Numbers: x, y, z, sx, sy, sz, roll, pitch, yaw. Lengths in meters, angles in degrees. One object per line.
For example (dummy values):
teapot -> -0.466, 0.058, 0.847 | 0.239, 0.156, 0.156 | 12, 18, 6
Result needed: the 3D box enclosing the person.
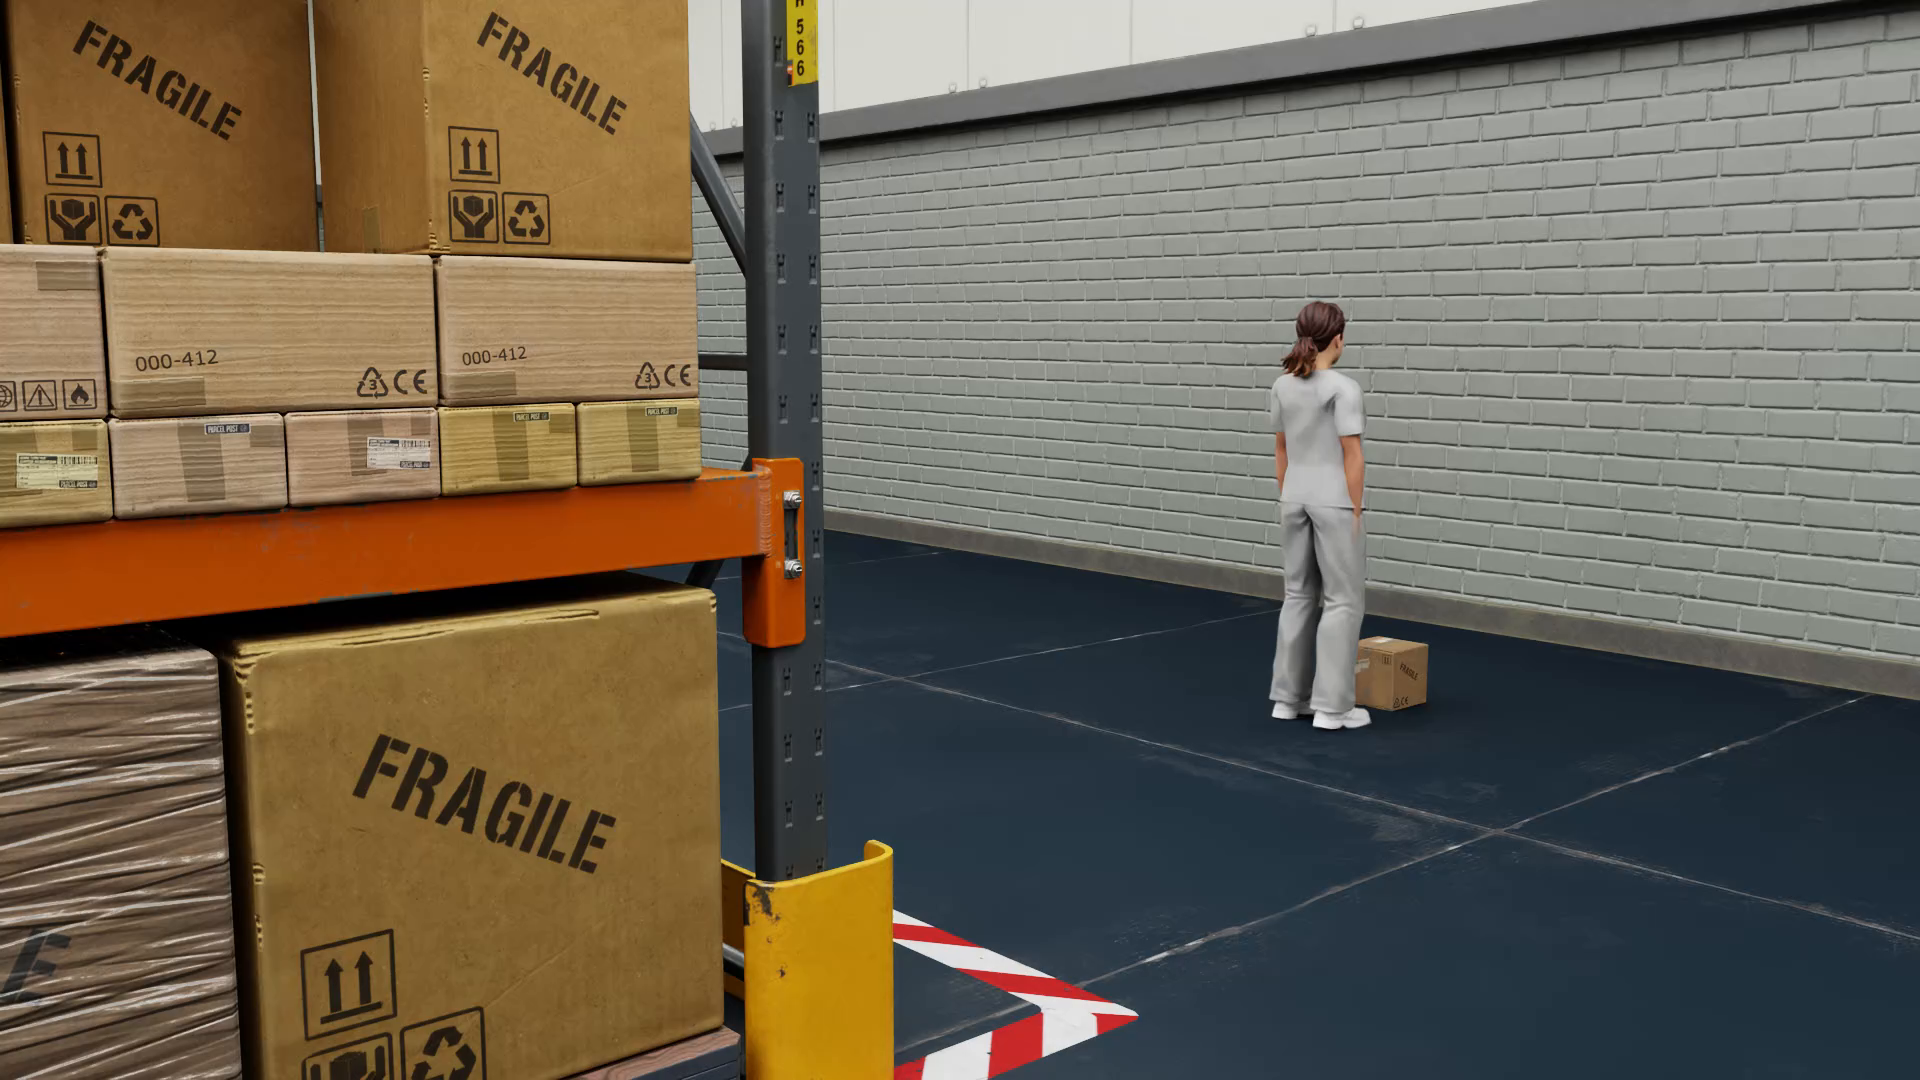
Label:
person -> 1.416, -0.100, 6.595 | 0.363, 1.676, 0.438 | -6, 10, -40
